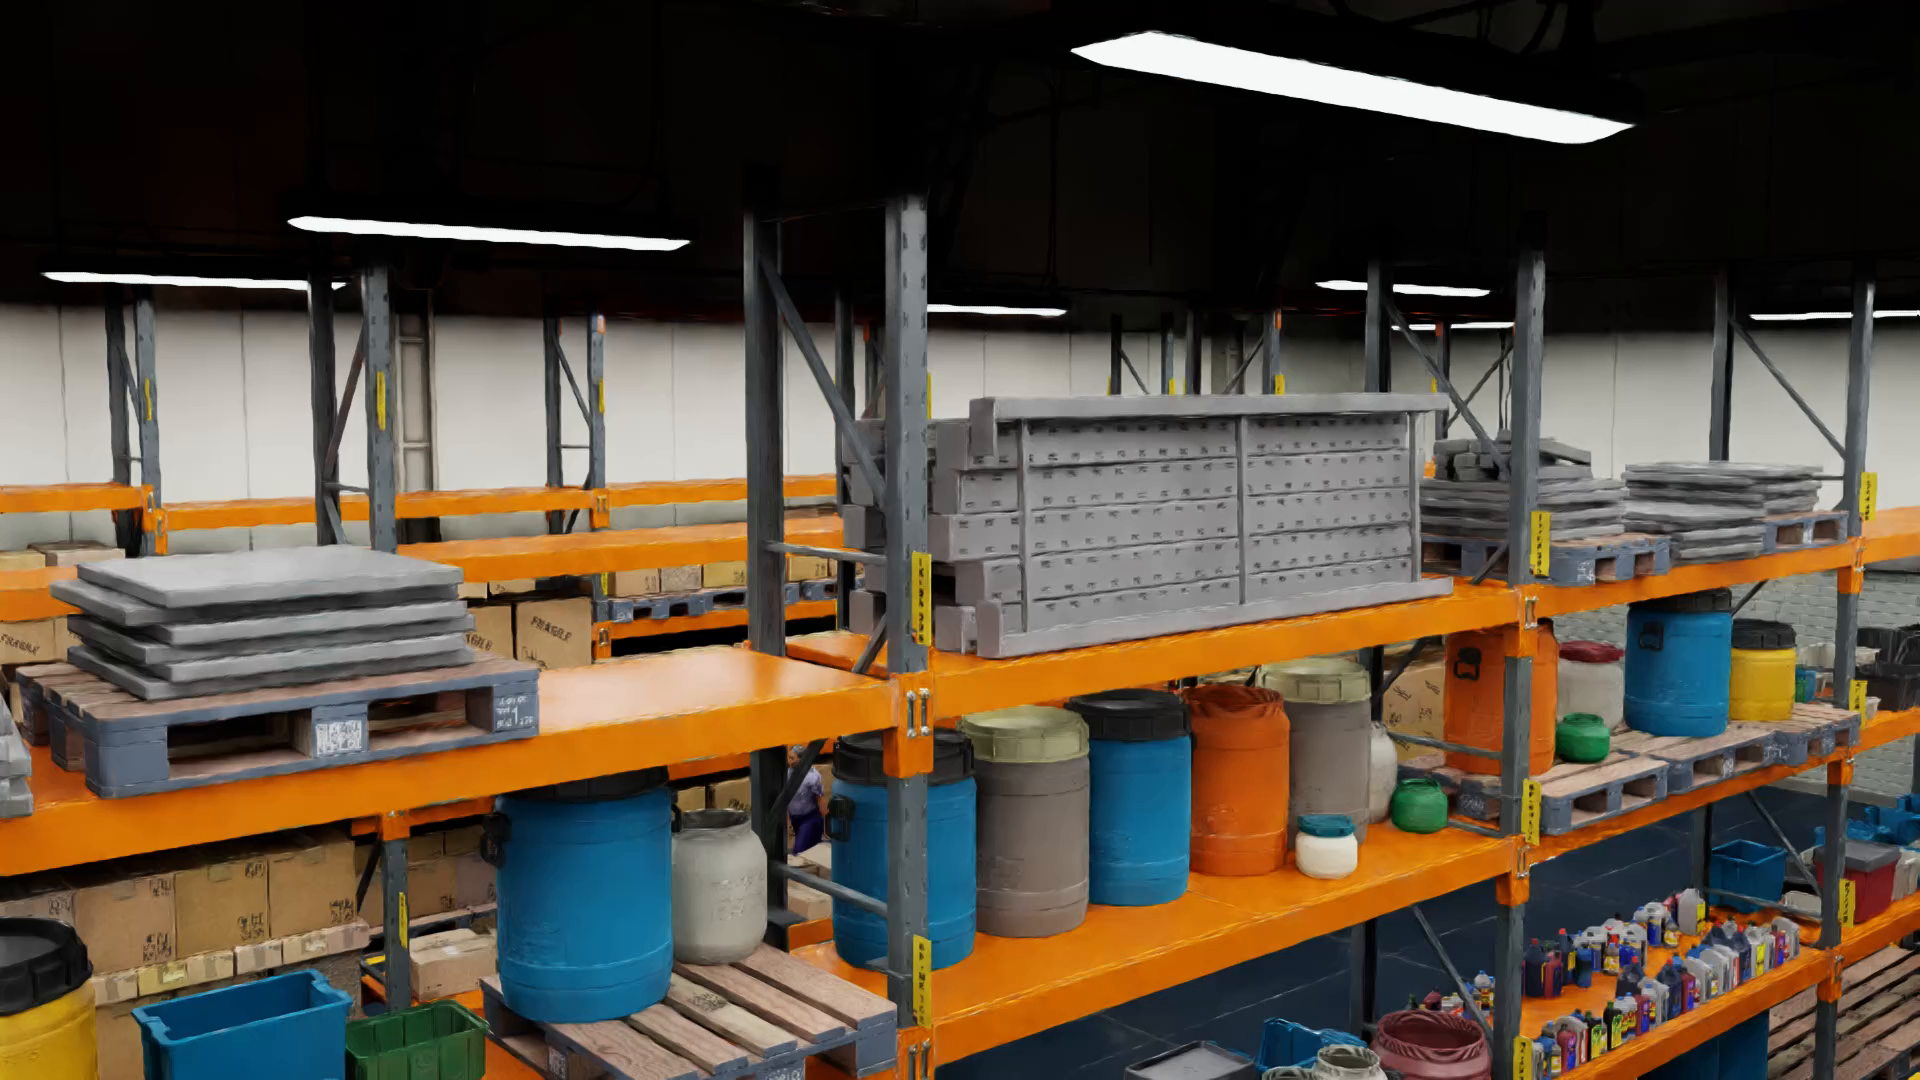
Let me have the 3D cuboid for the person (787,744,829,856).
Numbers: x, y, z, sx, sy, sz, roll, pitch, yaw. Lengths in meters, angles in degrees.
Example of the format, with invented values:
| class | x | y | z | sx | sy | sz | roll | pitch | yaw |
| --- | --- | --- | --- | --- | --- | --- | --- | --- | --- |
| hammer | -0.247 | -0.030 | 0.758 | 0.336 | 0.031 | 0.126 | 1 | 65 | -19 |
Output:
| class | x | y | z | sx | sy | sz | roll | pitch | yaw |
| --- | --- | --- | --- | --- | --- | --- | --- | --- | --- |
| person | -1.566 | 2.790 | 16.509 | 1.091 | 1.552 | 0.481 | -5 | 7 | -42 |
